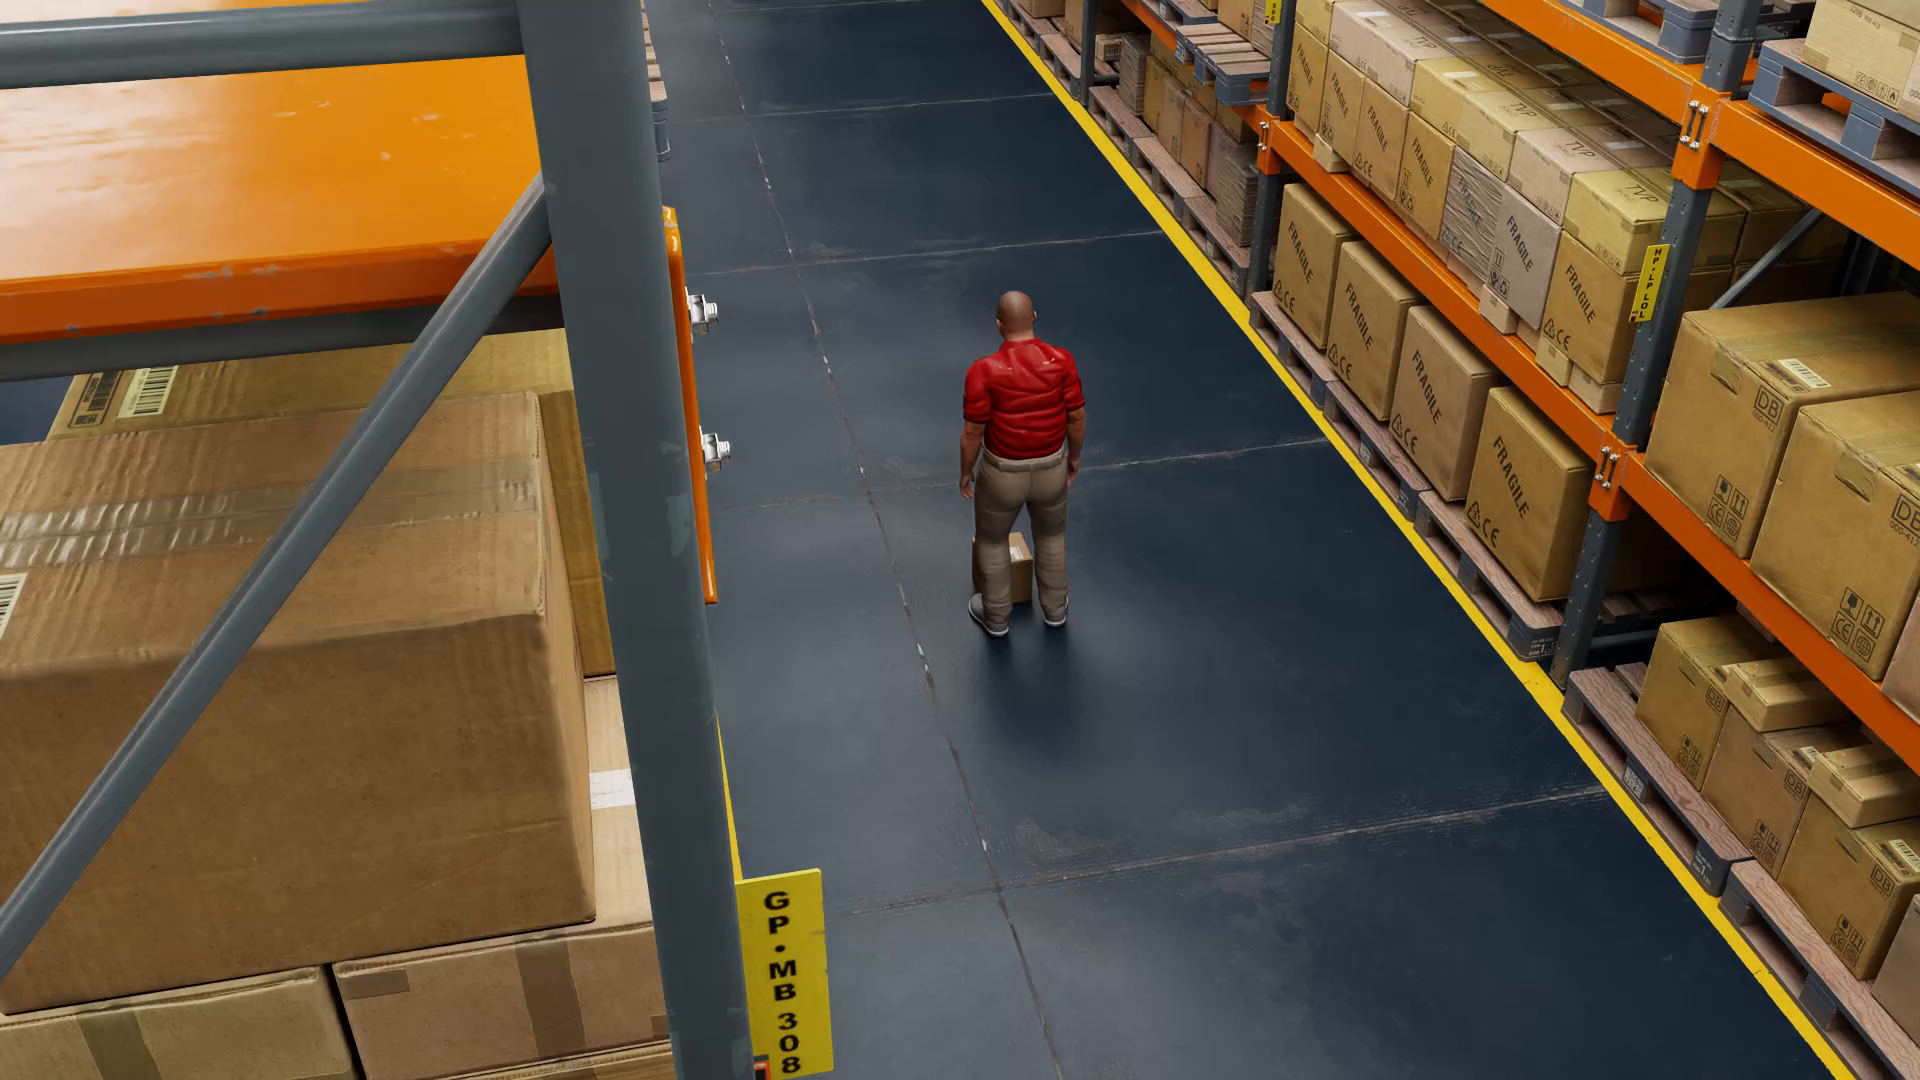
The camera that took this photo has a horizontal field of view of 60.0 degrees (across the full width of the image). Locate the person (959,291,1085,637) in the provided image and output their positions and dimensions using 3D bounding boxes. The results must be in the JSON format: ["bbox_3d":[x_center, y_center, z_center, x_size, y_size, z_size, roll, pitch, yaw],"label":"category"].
[{"bbox_3d":[0.277,-0.328,7.639,0.584,1.726,0.391,-8,35,-12],"label":"person"}]
